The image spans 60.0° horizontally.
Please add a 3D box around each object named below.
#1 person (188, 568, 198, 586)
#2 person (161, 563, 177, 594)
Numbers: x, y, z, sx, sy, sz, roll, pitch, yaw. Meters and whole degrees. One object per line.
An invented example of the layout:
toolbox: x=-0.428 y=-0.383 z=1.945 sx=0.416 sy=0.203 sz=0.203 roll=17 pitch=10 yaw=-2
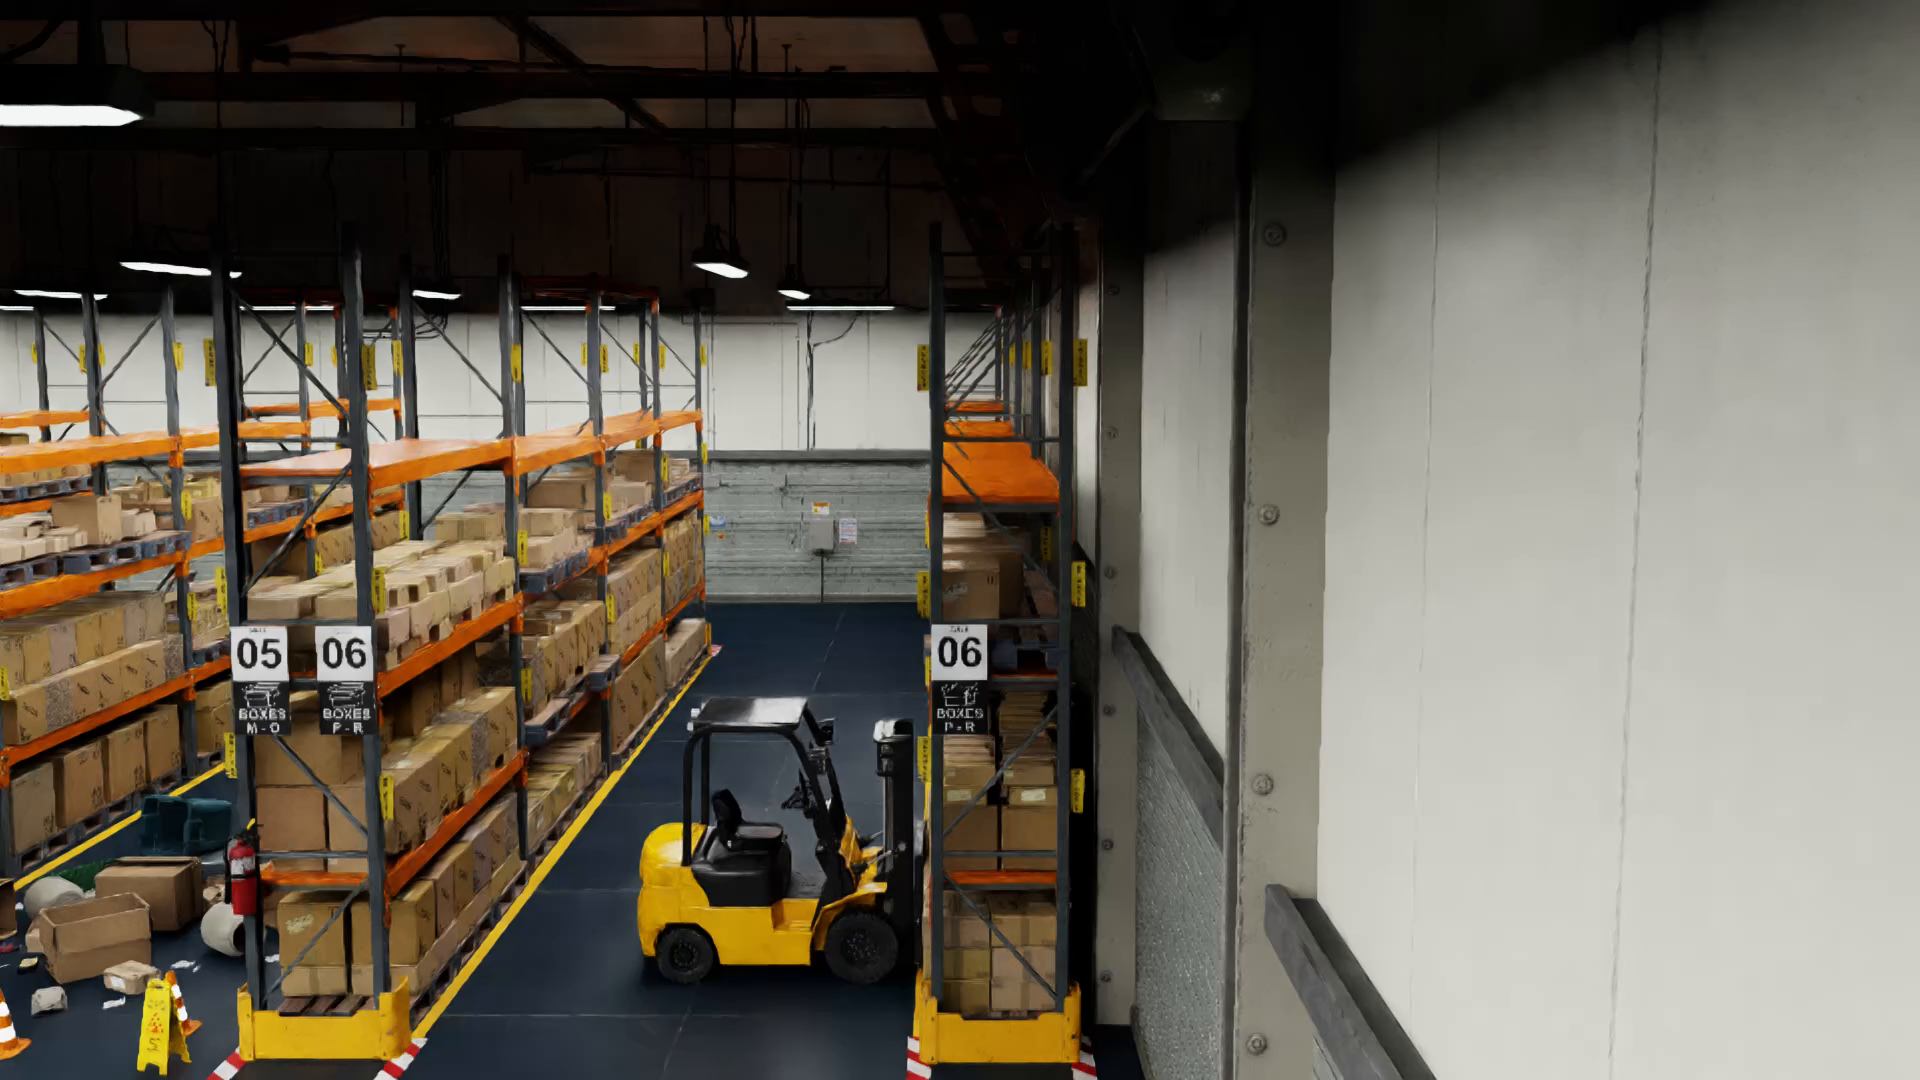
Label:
person: x=-11.830 y=1.299 z=25.602 sx=0.589 sy=1.742 sz=0.680 roll=2 pitch=7 yaw=15
person: x=-15.048 y=0.683 z=31.809 sx=0.409 sy=1.531 sz=0.966 roll=1 pitch=7 yaw=9
